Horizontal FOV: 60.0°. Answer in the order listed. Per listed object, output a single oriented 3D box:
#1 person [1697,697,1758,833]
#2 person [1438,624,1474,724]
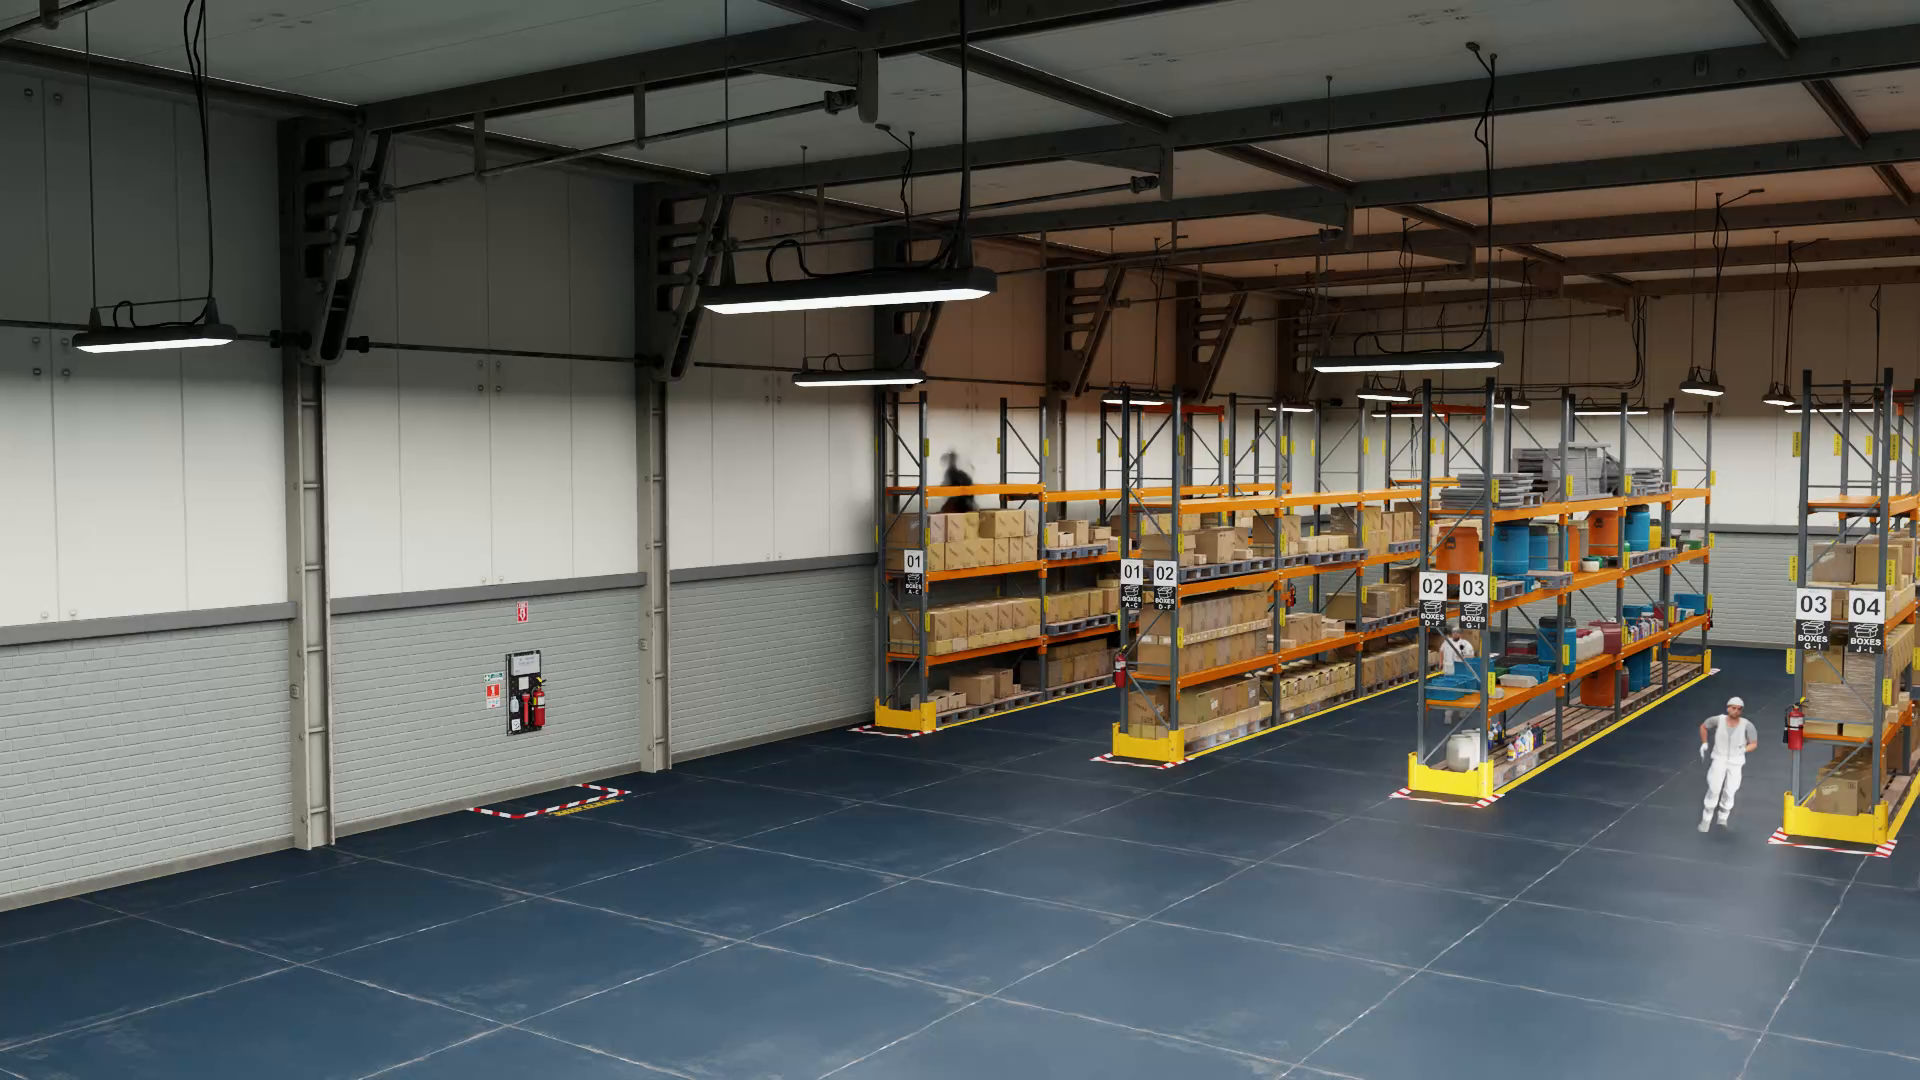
[{"bbox_3d":[9.990,2.923,21.646,0.689,1.794,0.779,1,3,21],"label":"person"},{"bbox_3d":[9.036,2.412,30.316,0.662,1.763,0.989,1,3,24],"label":"person"}]
